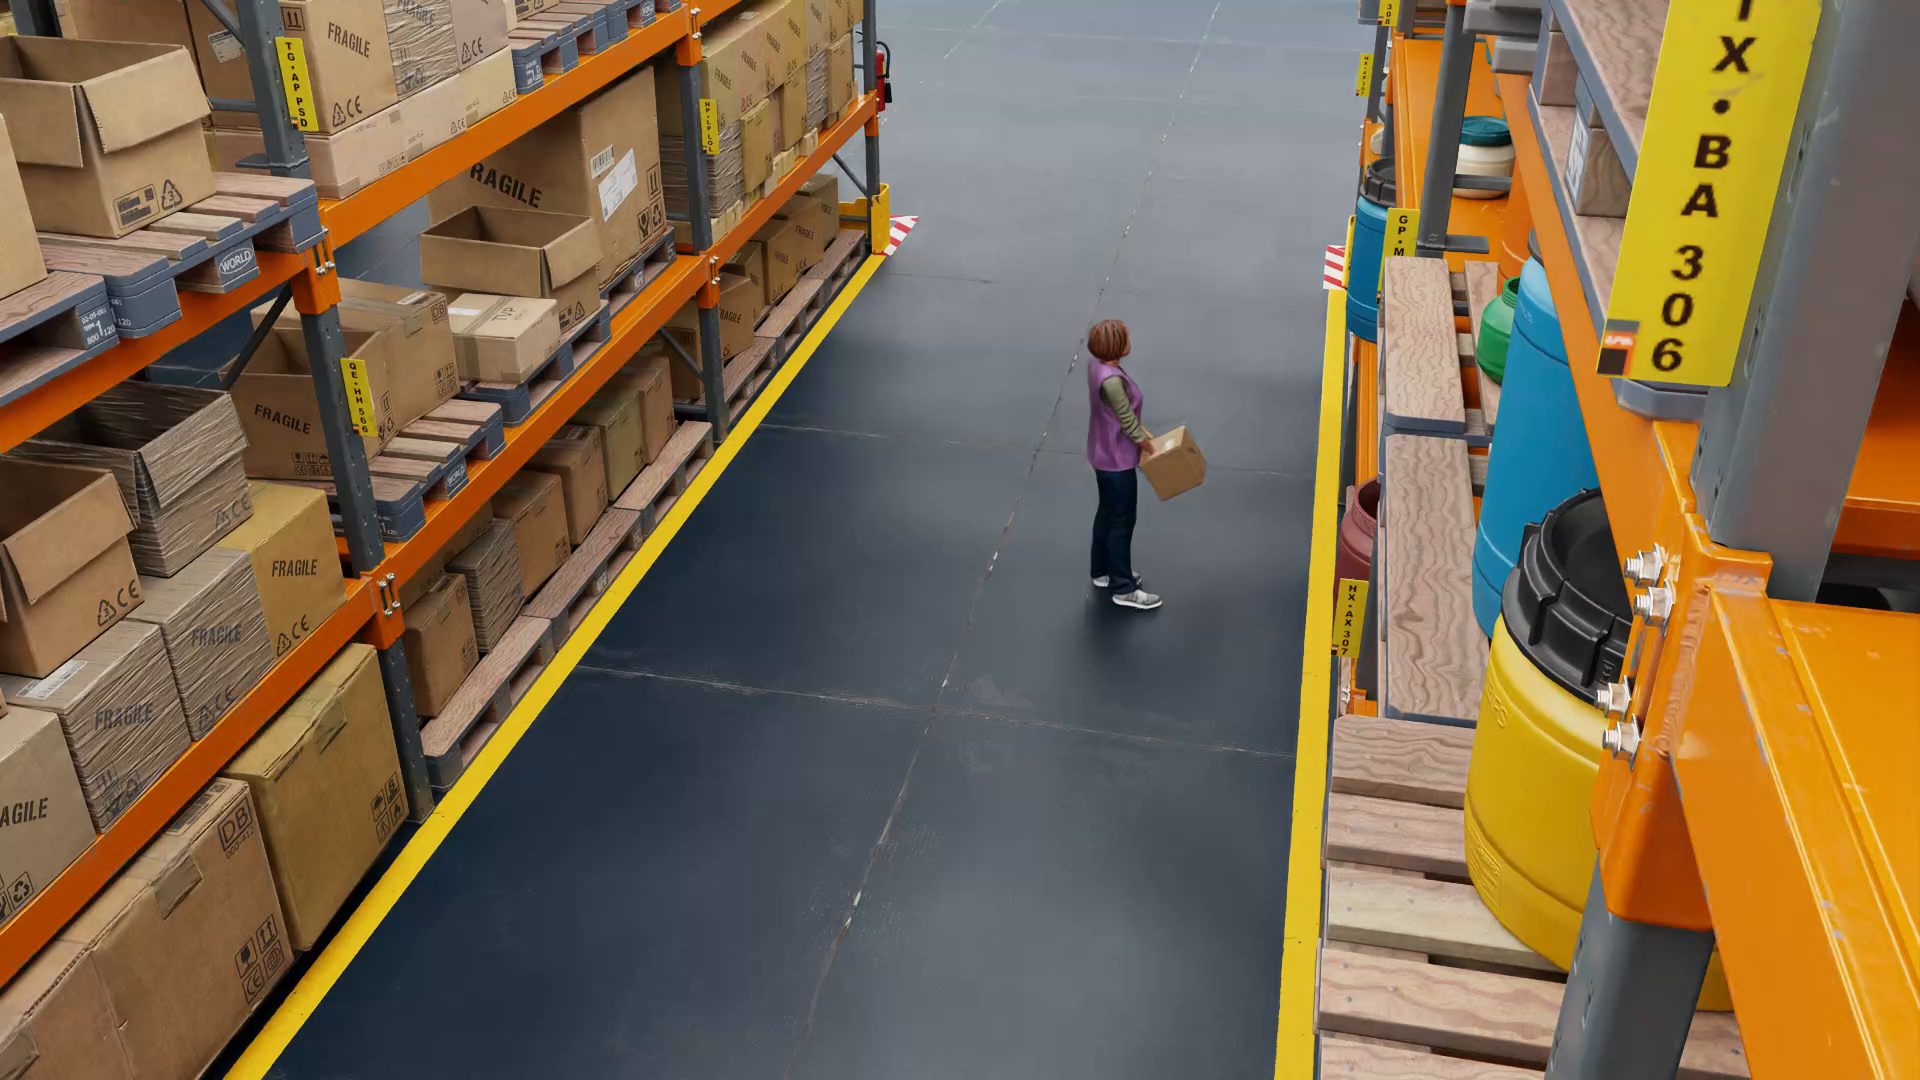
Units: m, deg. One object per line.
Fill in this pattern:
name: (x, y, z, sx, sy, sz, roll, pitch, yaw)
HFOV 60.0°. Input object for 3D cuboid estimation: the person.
person: (0.877, -0.421, 8.878, 0.439, 1.600, 0.478, -4, 29, -7)
